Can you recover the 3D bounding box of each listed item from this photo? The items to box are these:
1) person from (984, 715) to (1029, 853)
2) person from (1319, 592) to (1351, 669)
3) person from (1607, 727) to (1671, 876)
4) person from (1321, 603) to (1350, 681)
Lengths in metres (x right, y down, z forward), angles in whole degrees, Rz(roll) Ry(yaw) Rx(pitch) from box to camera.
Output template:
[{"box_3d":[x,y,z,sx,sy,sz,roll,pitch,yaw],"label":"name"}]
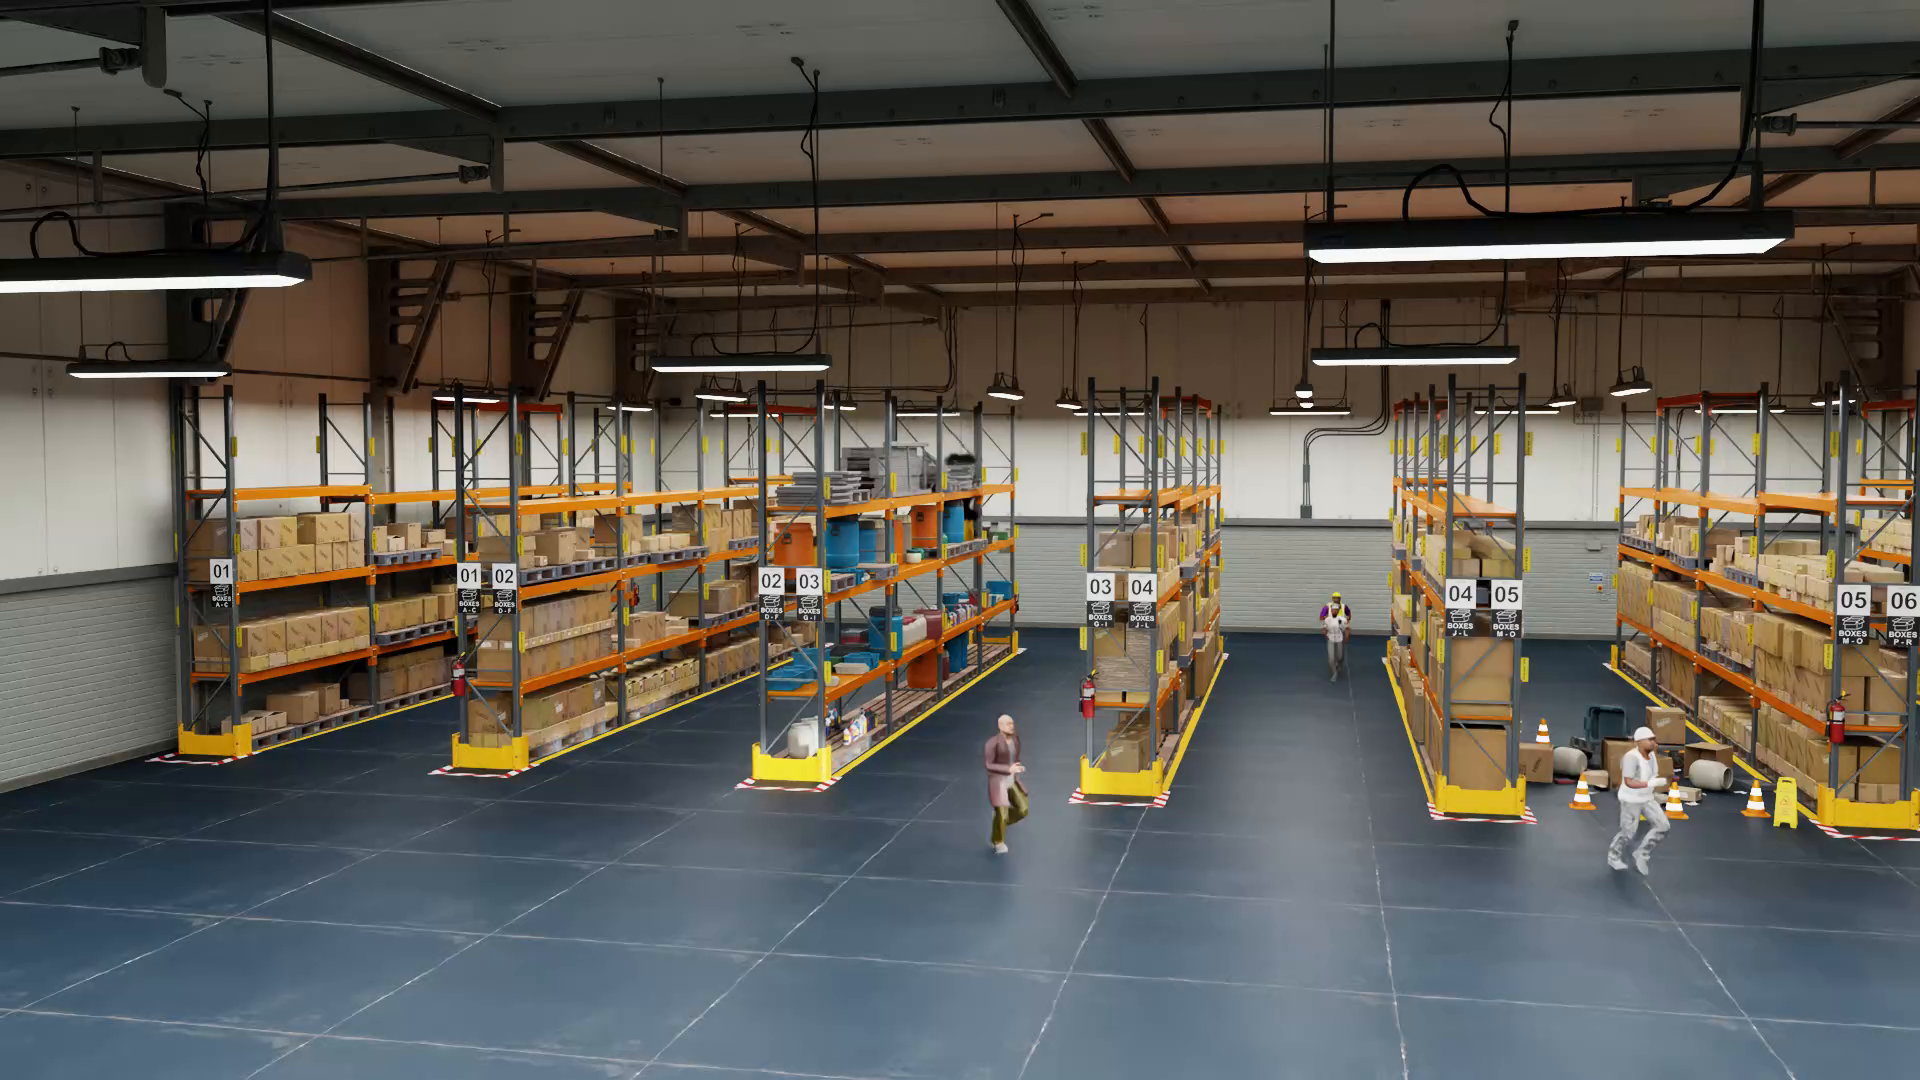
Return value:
[{"box_3d":[0.597,2.994,20.359,0.761,1.728,0.704,-3,4,-41],"label":"person"},{"box_3d":[8.392,2.044,37.195,0.706,1.780,0.950,1,3,11],"label":"person"},{"box_3d":[7.891,3.027,19.303,0.719,1.747,0.809,-2,4,-35],"label":"person"},{"box_3d":[8.069,2.187,35.751,0.617,1.670,0.563,1,3,15],"label":"person"}]
